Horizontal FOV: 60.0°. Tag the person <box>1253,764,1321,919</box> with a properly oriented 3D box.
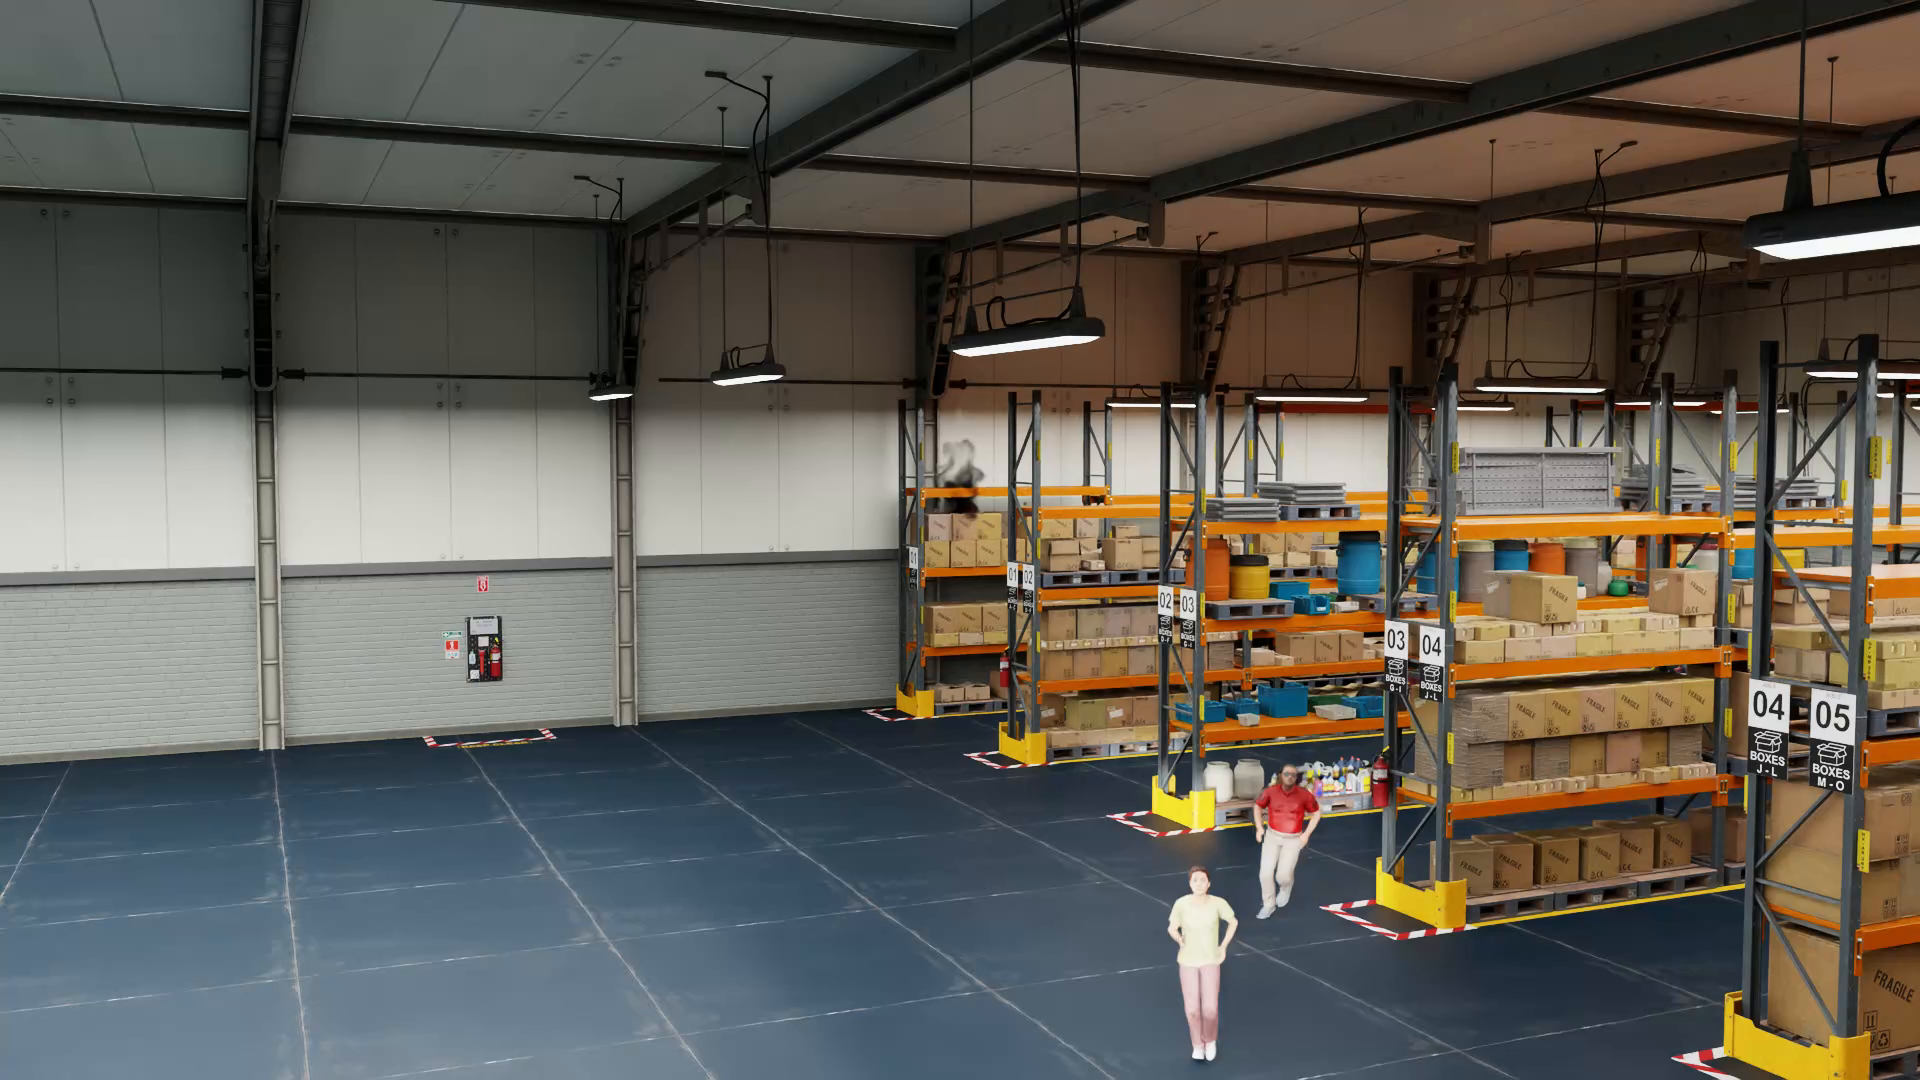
[{"bbox_3d":[3.536,3.282,18.105,0.714,1.692,0.546,1,4,23],"label":"person"}]

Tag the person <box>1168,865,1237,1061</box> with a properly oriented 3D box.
[{"bbox_3d":[1.993,3.523,13.784,0.567,1.631,0.556,1,3,14],"label":"person"}]
